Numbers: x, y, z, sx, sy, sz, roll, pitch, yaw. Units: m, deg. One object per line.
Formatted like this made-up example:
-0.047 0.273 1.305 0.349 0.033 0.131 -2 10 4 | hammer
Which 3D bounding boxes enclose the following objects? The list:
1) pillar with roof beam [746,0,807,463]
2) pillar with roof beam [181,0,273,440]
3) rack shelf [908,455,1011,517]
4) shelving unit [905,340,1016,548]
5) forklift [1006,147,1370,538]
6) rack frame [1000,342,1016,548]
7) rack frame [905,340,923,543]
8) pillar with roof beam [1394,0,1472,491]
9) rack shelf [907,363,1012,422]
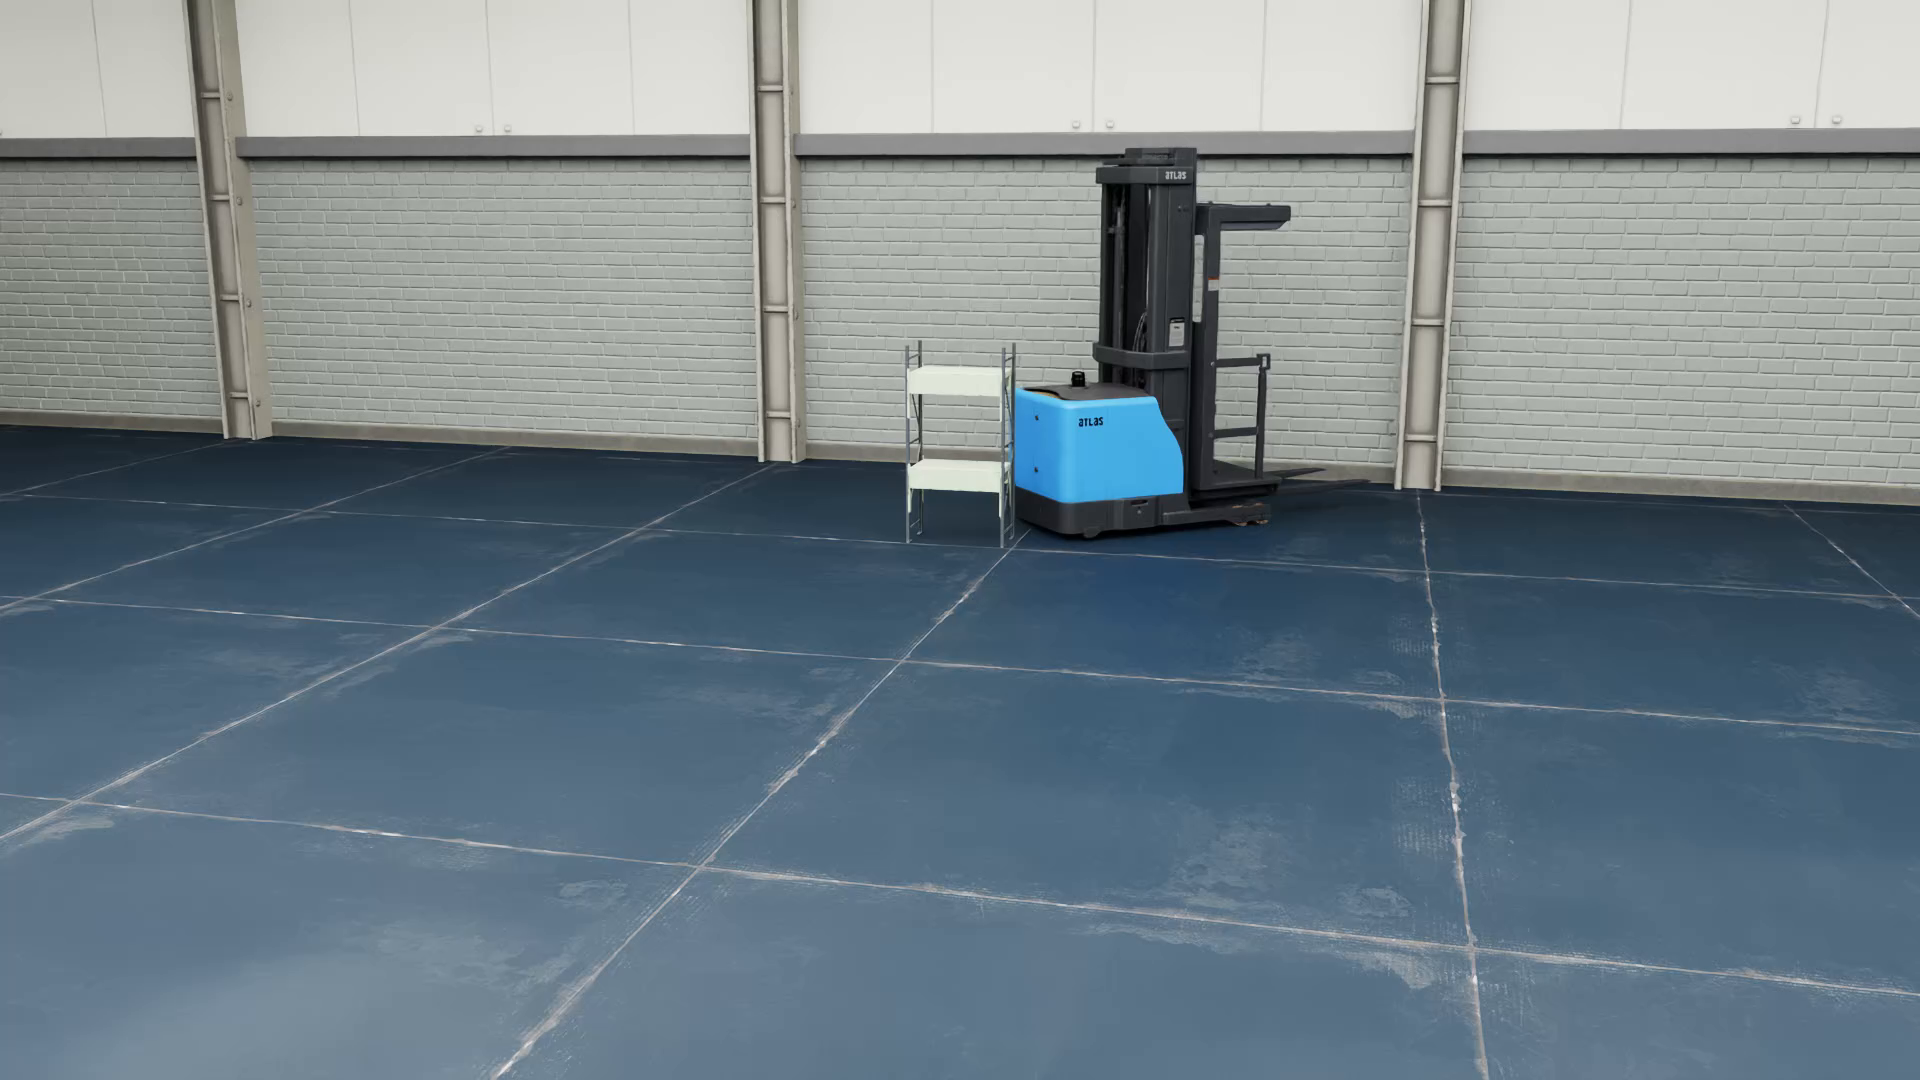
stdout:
-2.766 -4.275 11.225 0.400 9.000 9.100 3 13 14 | pillar with roof beam
-8.591 -4.586 12.628 0.400 9.000 9.100 3 13 14 | pillar with roof beam
0.006 -0.414 12.640 0.720 0.370 0.431 3 13 14 | rack shelf
0.006 -0.732 12.570 0.755 1.500 0.431 3 13 14 | shelving unit
1.933 -1.638 13.348 3.031 2.935 1.130 -6 14 -24 | forklift
0.362 -0.713 12.484 0.023 1.500 0.400 3 13 14 | rack frame
-0.349 -0.751 12.655 0.023 1.500 0.400 3 13 14 | rack frame
3.059 -3.963 9.821 0.400 9.000 9.100 3 13 14 | pillar with roof beam
0.006 -1.113 12.485 0.720 0.370 0.431 3 13 14 | rack shelf
